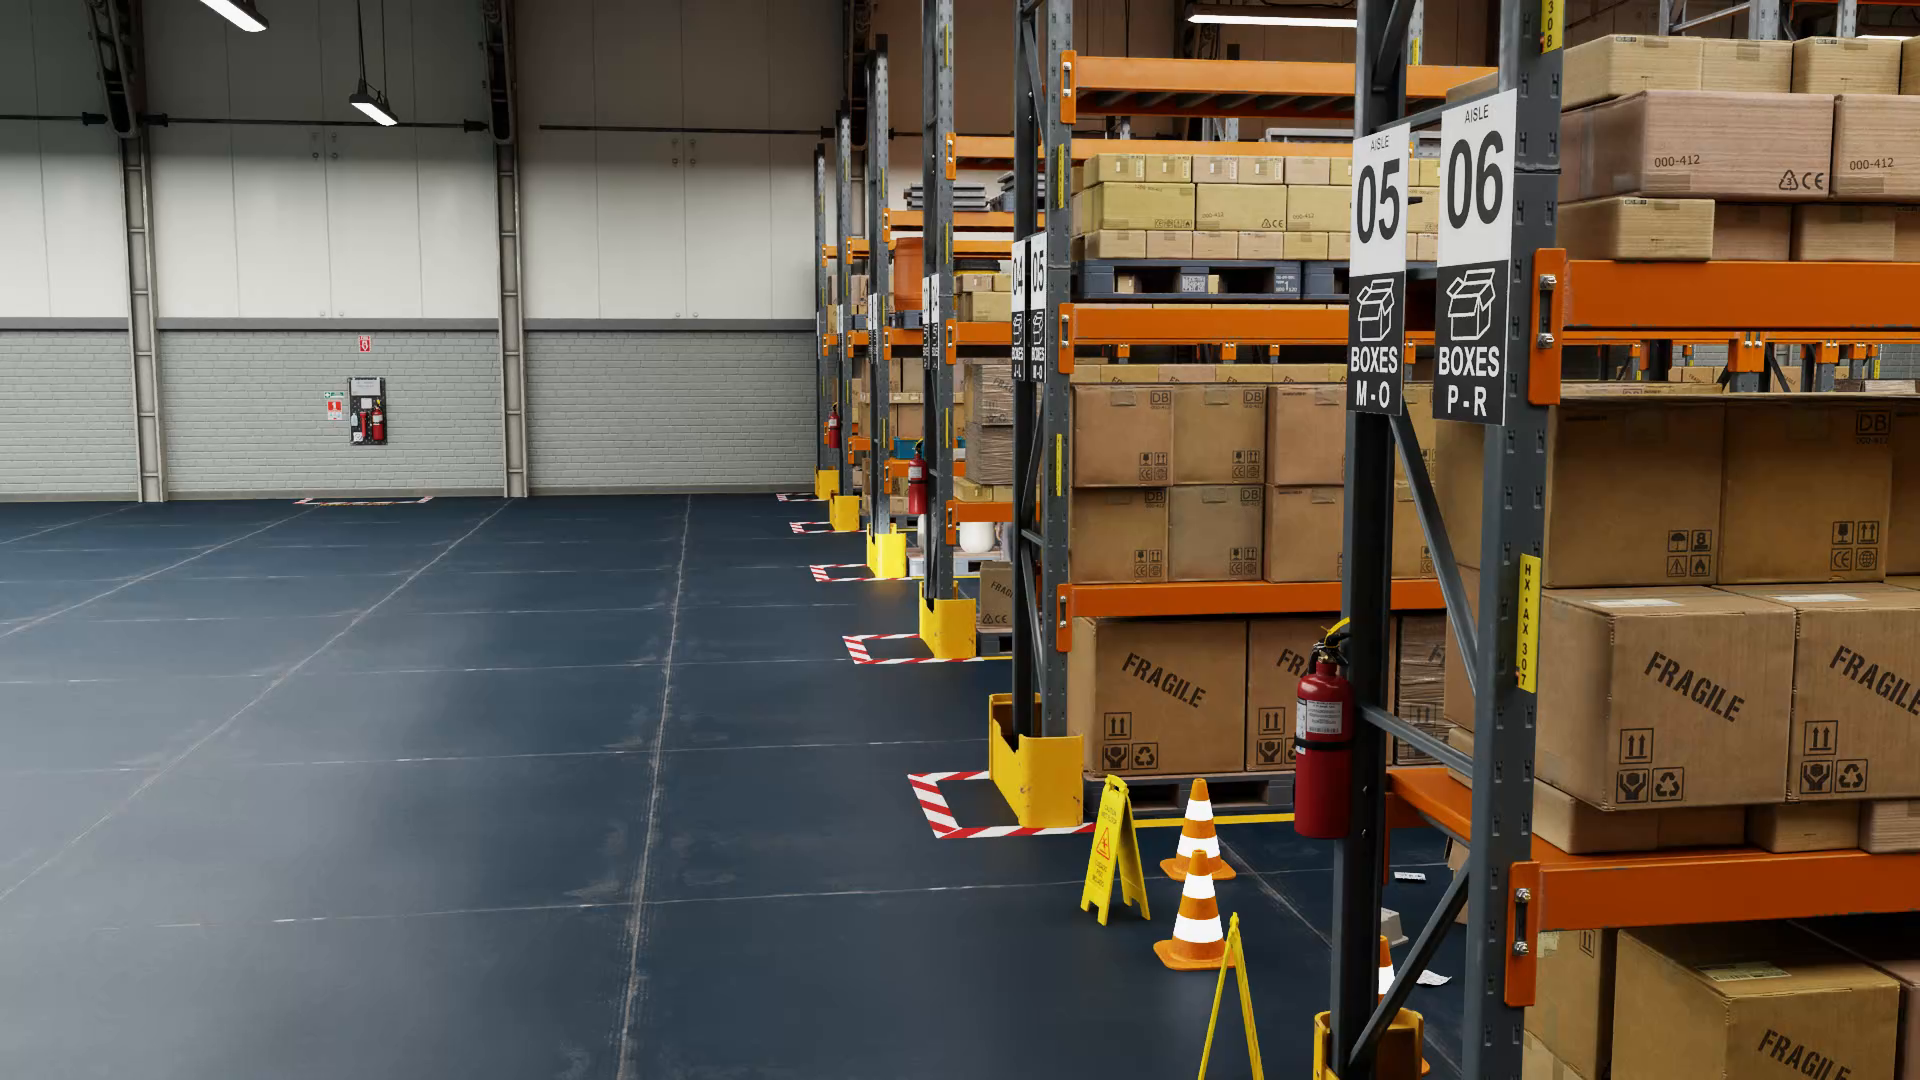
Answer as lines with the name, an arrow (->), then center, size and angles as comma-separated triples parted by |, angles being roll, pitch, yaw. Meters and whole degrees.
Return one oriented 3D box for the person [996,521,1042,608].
person -> 0.613, -0.137, 16.549 | 0.527, 1.653, 0.350 | -1, 7, -12
